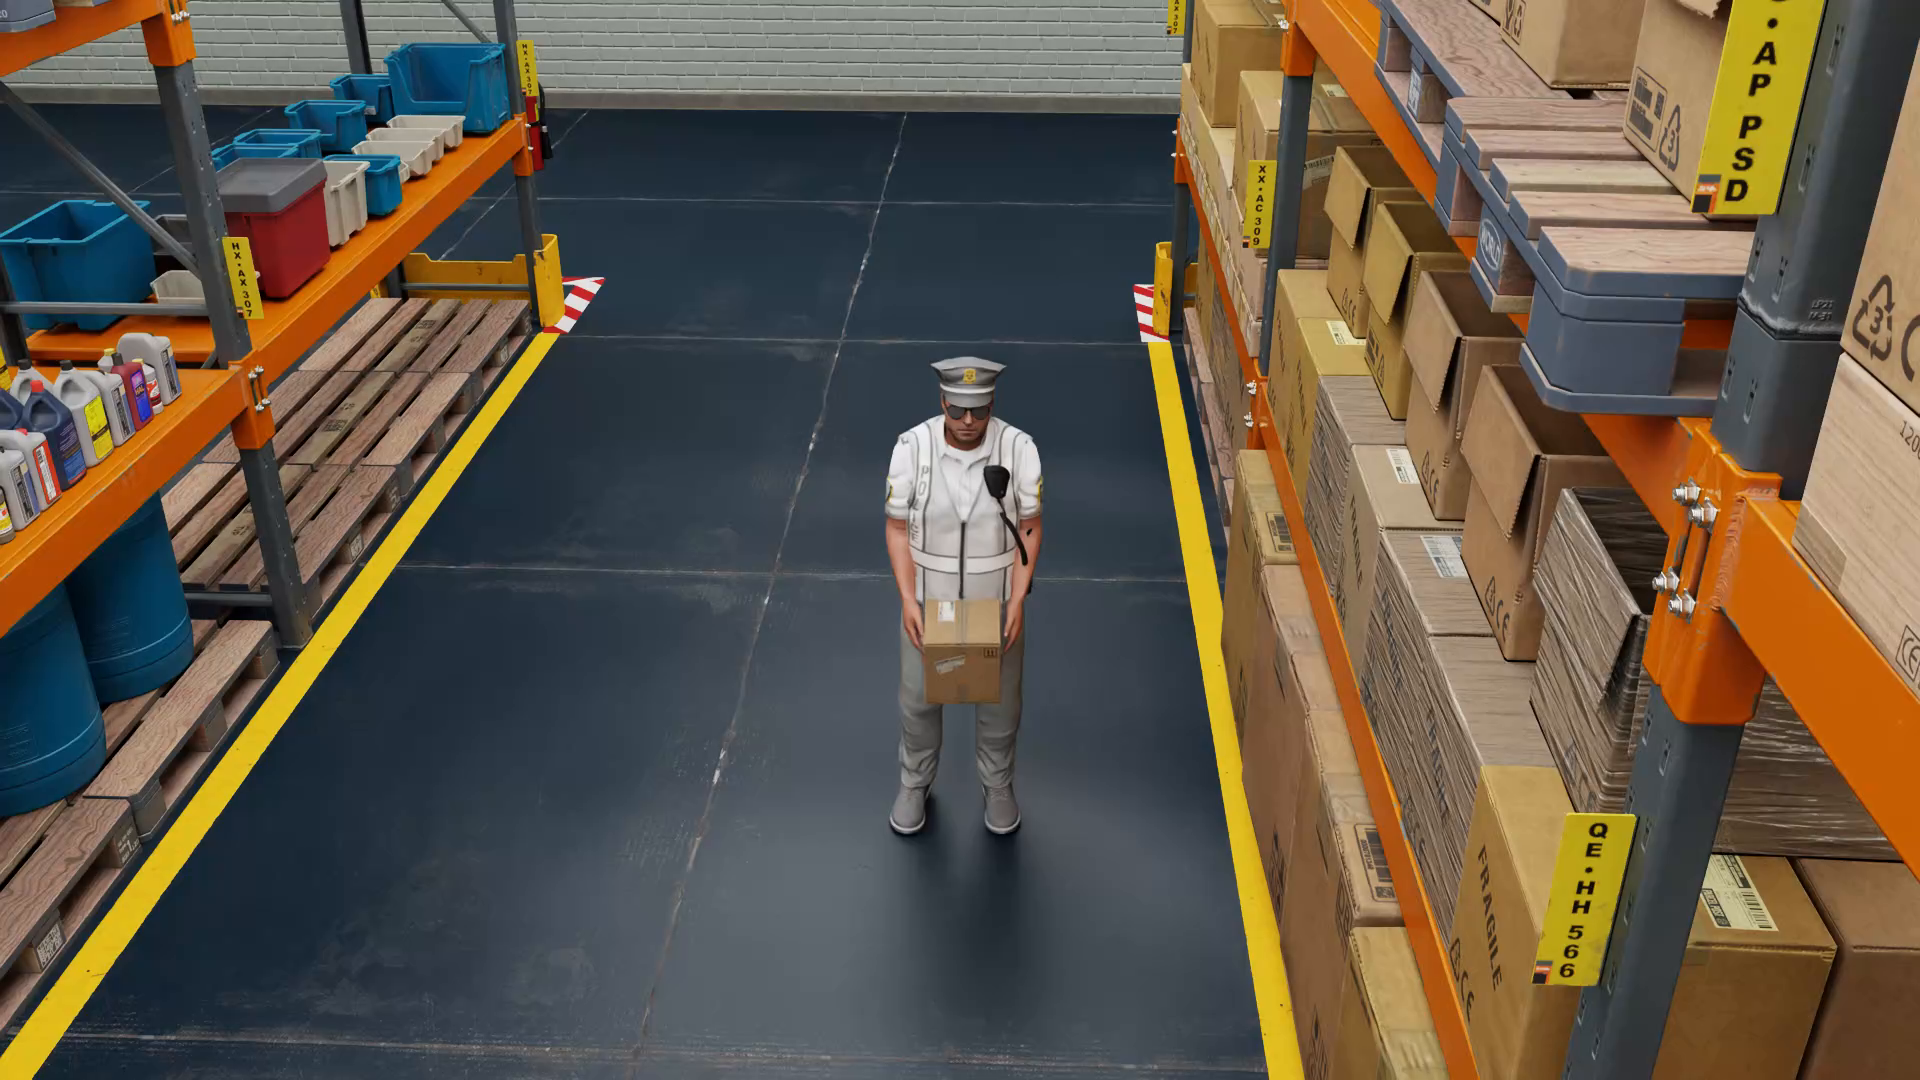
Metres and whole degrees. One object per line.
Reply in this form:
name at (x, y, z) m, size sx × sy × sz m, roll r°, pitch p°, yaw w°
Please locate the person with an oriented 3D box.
person at (0.013, 0.198, 5.715) m, size 0.536 × 1.768 × 0.479 m, roll 0°, pitch 28°, yaw 0°
